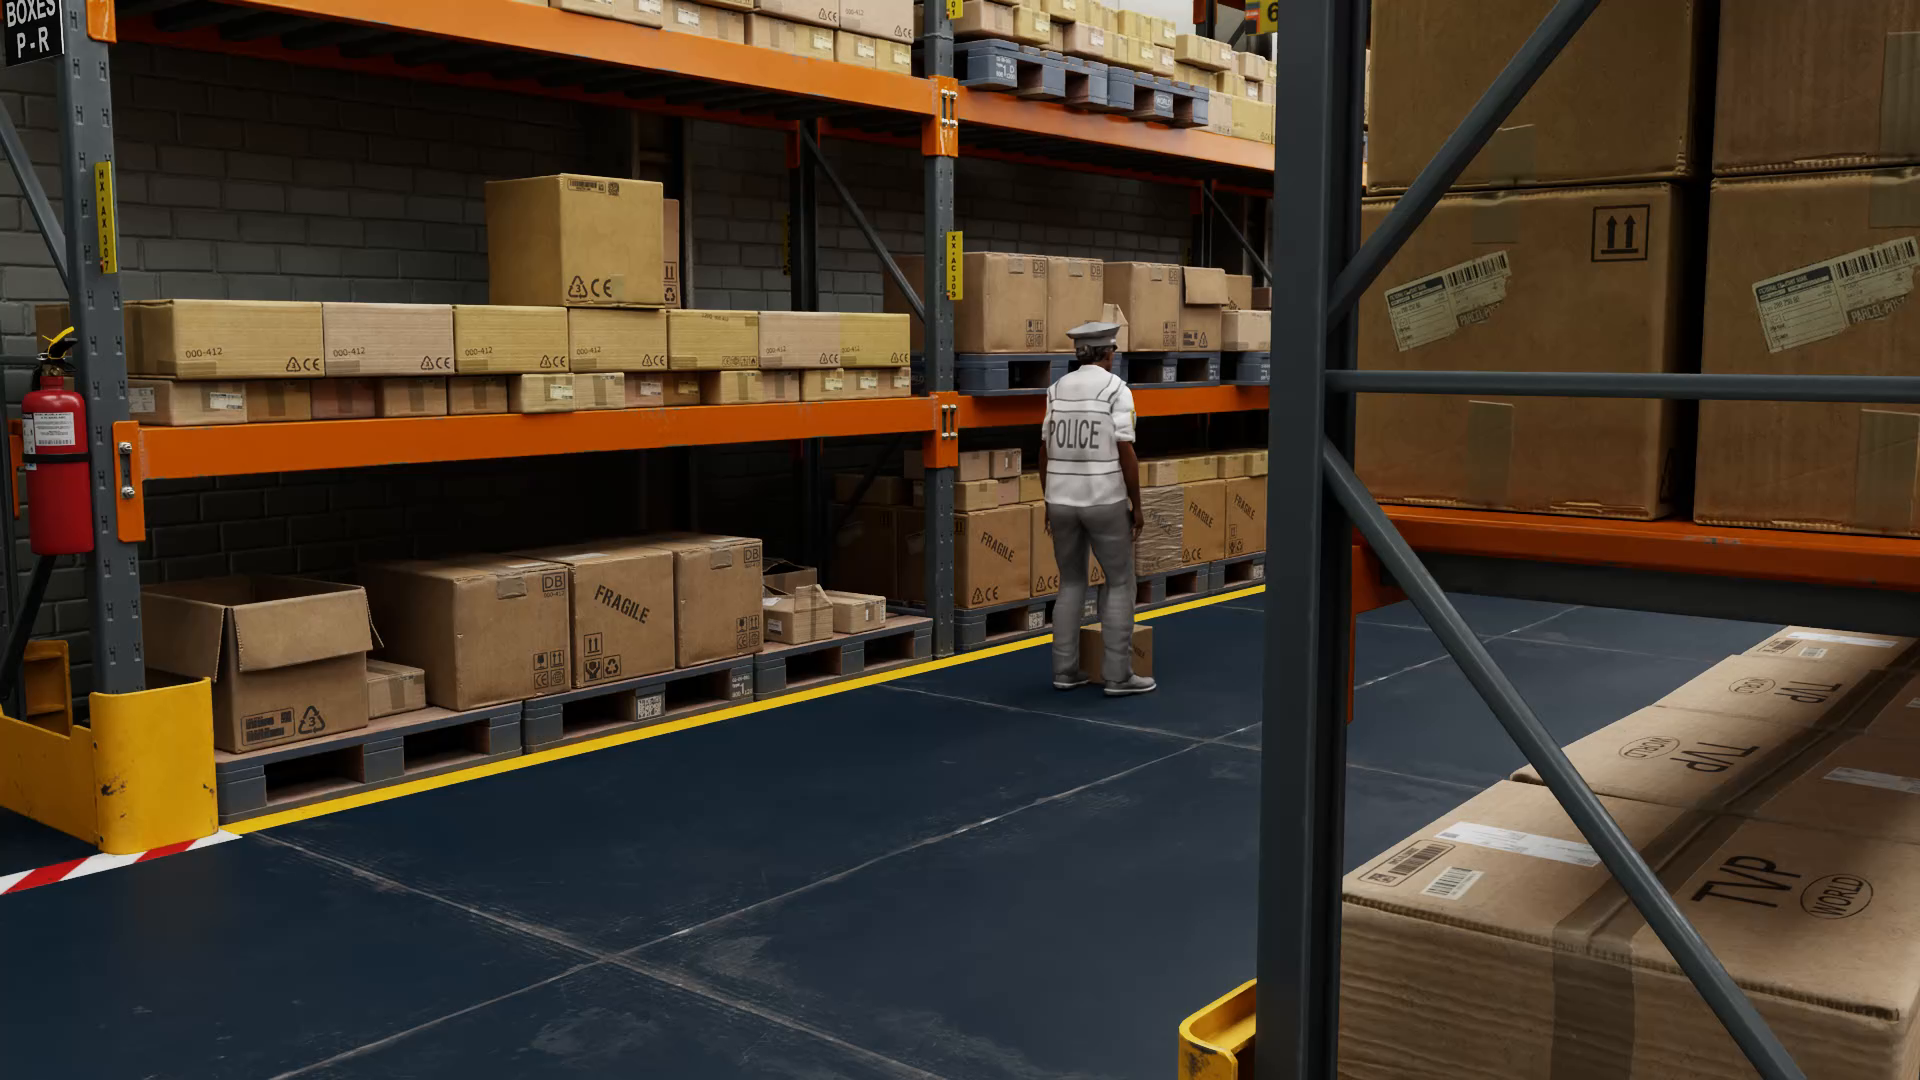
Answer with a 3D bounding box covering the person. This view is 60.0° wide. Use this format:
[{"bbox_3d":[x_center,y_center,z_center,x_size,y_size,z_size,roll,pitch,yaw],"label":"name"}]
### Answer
[{"bbox_3d":[0.602,-0.144,7.456,0.524,1.658,0.395,4,8,33],"label":"person"}]
